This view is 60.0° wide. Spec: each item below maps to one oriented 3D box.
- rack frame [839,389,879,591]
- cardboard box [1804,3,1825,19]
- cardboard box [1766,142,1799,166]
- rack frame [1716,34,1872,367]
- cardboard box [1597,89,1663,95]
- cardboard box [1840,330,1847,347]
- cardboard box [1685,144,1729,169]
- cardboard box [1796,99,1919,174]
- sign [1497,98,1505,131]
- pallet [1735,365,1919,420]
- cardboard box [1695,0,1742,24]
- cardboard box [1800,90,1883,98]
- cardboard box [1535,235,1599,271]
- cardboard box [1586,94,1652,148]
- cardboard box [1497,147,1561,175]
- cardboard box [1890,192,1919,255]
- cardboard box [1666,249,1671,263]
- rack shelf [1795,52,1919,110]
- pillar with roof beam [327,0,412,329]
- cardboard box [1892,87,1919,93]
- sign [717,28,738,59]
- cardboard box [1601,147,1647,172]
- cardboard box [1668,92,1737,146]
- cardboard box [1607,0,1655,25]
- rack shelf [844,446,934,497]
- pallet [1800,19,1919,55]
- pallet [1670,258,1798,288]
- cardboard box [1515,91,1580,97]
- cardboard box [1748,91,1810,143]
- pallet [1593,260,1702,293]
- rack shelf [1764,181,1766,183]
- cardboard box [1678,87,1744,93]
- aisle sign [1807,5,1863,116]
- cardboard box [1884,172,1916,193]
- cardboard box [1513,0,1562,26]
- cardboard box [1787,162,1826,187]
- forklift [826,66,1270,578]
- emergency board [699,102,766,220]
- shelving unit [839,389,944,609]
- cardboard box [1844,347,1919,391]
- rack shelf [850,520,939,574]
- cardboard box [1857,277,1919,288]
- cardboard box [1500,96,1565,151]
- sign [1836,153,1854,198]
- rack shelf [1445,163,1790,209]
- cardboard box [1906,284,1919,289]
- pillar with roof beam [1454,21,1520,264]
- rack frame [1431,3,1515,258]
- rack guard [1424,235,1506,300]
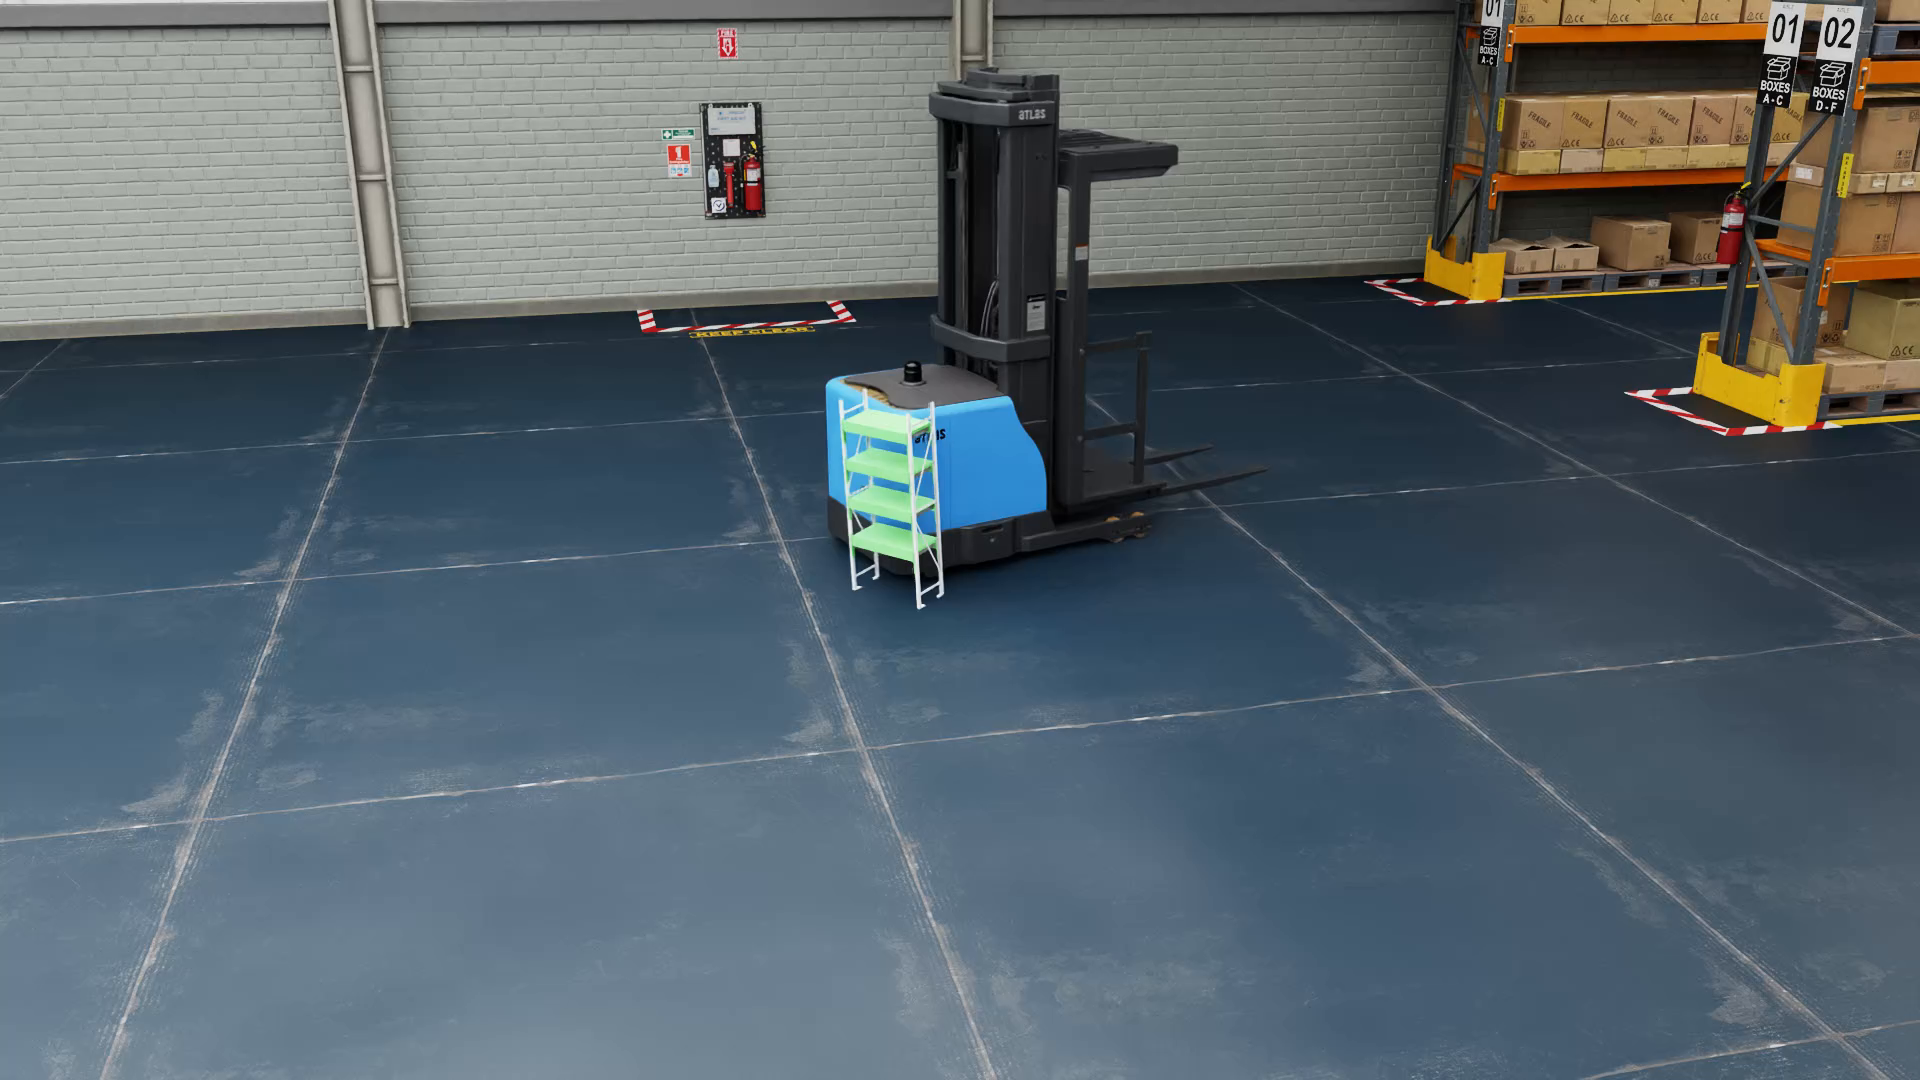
[{"bbox_3d":[-0.593,-0.288,9.833,0.015,1.200,0.240,14,28,34],"label":"rack frame"},{"bbox_3d":[8.924,-5.833,17.842,0.500,0.500,0.500,-4,21,-11],"label":"cardboard box"},{"bbox_3d":[8.970,-4.291,18.358,0.500,0.250,0.500,-5,21,-12],"label":"cardboard box"},{"bbox_3d":[6.612,-2.517,13.324,0.127,3.000,1.000,-5,21,-12],"label":"rack frame"},{"bbox_3d":[7.362,-4.693,18.364,0.500,0.500,0.500,-4,21,-12],"label":"cardboard box"},{"bbox_3d":[7.549,-1.608,14.230,0.500,0.250,0.500,-5,21,-12],"label":"cardboard box"},{"bbox_3d":[7.997,-4.210,18.135,0.500,0.250,0.500,-5,21,-13],"label":"cardboard box"},{"bbox_3d":[7.120,-3.210,13.185,0.500,0.500,0.700,-5,21,-12],"label":"cardboard box"},{"bbox_3d":[5.593,-4.400,17.206,0.005,0.325,0.100,-5,21,-12],"label":"sign"},{"bbox_3d":[7.346,-1.282,14.008,1.213,0.211,1.003,-5,21,-12],"label":"pallet"},{"bbox_3d":[7.901,-5.741,17.591,0.500,0.500,0.500,-5,21,-15],"label":"cardboard box"},{"bbox_3d":[9.864,-4.774,18.701,0.500,0.500,0.700,-5,21,-12],"label":"cardboard box"},{"bbox_3d":[6.717,-3.189,18.428,0.500,0.311,0.500,-3,20,-8],"label":"cardboard box"},{"bbox_3d":[6.989,-4.478,17.776,0.500,0.500,0.500,-5,21,-14],"label":"cardboard box"},{"bbox_3d":[6.016,-4.046,17.688,0.500,0.250,0.500,-5,21,-14],"label":"cardboard box"},{"bbox_3d":[7.579,-2.640,13.514,0.500,0.500,0.700,-4,21,-11],"label":"cardboard box"},{"bbox_3d":[7.800,-3.239,18.802,0.250,0.149,0.380,-6,21,-17],"label":"cardboard box"},{"bbox_3d":[8.558,-3.746,13.364,4.000,0.370,1.077,-5,21,-12],"label":"rack shelf"},{"bbox_3d":[-4.737,-4.946,11.233,0.400,9.000,9.100,-5,21,-12],"label":"pillar with roof beam"},{"bbox_3d":[11.043,-4.878,18.986,0.500,0.500,0.700,-2,20,-5],"label":"cardboard box"},{"bbox_3d":[-2.333,-4.983,16.687,0.199,0.298,0.001,-5,21,-12],"label":"sign"},{"bbox_3d":[7.015,-4.130,17.918,0.500,0.250,0.500,-5,21,-13],"label":"cardboard box"},{"bbox_3d":[7.995,-4.564,18.011,0.500,0.500,0.500,-5,21,-14],"label":"cardboard box"},{"bbox_3d":[6.886,-5.655,17.357,0.500,0.500,0.500,-4,20,-10],"label":"cardboard box"},{"bbox_3d":[-0.403,-0.401,9.628,0.480,0.148,0.258,14,28,34],"label":"rack shelf"},{"bbox_3d":[7.306,-3.931,12.953,1.213,0.211,1.003,-5,21,-12],"label":"pallet"},{"bbox_3d":[8.715,-3.117,19.017,1.213,0.211,1.003,-5,21,-12],"label":"pallet"},{"bbox_3d":[6.370,-4.611,18.140,0.500,0.500,0.500,-4,21,-12],"label":"cardboard box"},{"bbox_3d":[8.972,-4.641,18.223,0.500,0.500,0.500,-5,21,-13],"label":"cardboard box"},{"bbox_3d":[7.526,-3.019,18.750,1.213,0.211,1.003,-5,21,-12],"label":"pallet"},{"bbox_3d":[11.307,-4.312,19.270,4.000,0.370,1.077,-5,21,-12],"label":"rack shelf"},{"bbox_3d":[8.351,-4.775,18.589,0.500,0.500,0.500,-5,21,-13],"label":"cardboard box"},{"bbox_3d":[6.618,-3.630,12.583,0.004,0.787,0.394,-5,21,-12],"label":"aisle sign"},{"bbox_3d":[7.299,-2.849,13.143,0.250,0.149,0.380,-5,21,-14],"label":"cardboard box"},{"bbox_3d":[5.851,-5.582,17.157,0.500,0.500,0.500,-4,21,-11],"label":"cardboard box"},{"bbox_3d":[6.940,-2.962,13.452,0.250,0.149,0.380,-5,21,-13],"label":"cardboard box"},{"bbox_3d":[0.675,-1.502,10.655,3.031,2.935,1.130,-11,23,-28],"label":"forklift"},{"bbox_3d":[-2.302,-3.862,16.996,0.643,1.169,0.194,-5,21,-12],"label":"emergency board"},{"bbox_3d":[-0.396,-0.239,9.698,0.503,1.200,0.258,14,28,34],"label":"shelving unit"},{"bbox_3d":[7.671,-1.432,13.749,0.500,0.250,0.500,-5,21,-12],"label":"cardboard box"},{"bbox_3d":[-0.383,0.040,9.818,0.480,0.148,0.258,14,28,34],"label":"rack shelf"},{"bbox_3d":[8.035,-2.001,14.213,0.500,0.500,0.500,-5,21,-12],"label":"cardboard box"},{"bbox_3d":[6.002,-4.403,17.572,0.500,0.500,0.500,-5,21,-12],"label":"cardboard box"},{"bbox_3d":[6.734,-2.774,12.654,0.005,0.325,0.100,-5,21,-12],"label":"sign"},{"bbox_3d":[7.415,-3.995,18.406,4.000,0.370,1.077,-5,21,-12],"label":"rack shelf"},{"bbox_3d":[8.155,-1.827,13.738,0.500,0.500,0.500,-5,21,-12],"label":"cardboard box"},{"bbox_3d":[6.941,-5.896,13.826,0.400,9.000,9.100,-5,21,-12],"label":"pillar with roof beam"},{"bbox_3d":[5.468,-4.175,17.850,0.127,3.000,1.000,-5,21,-12],"label":"rack frame"},{"bbox_3d":[5.542,-3.007,18.297,0.348,0.500,1.175,-5,21,-12],"label":"rack guard"}]
